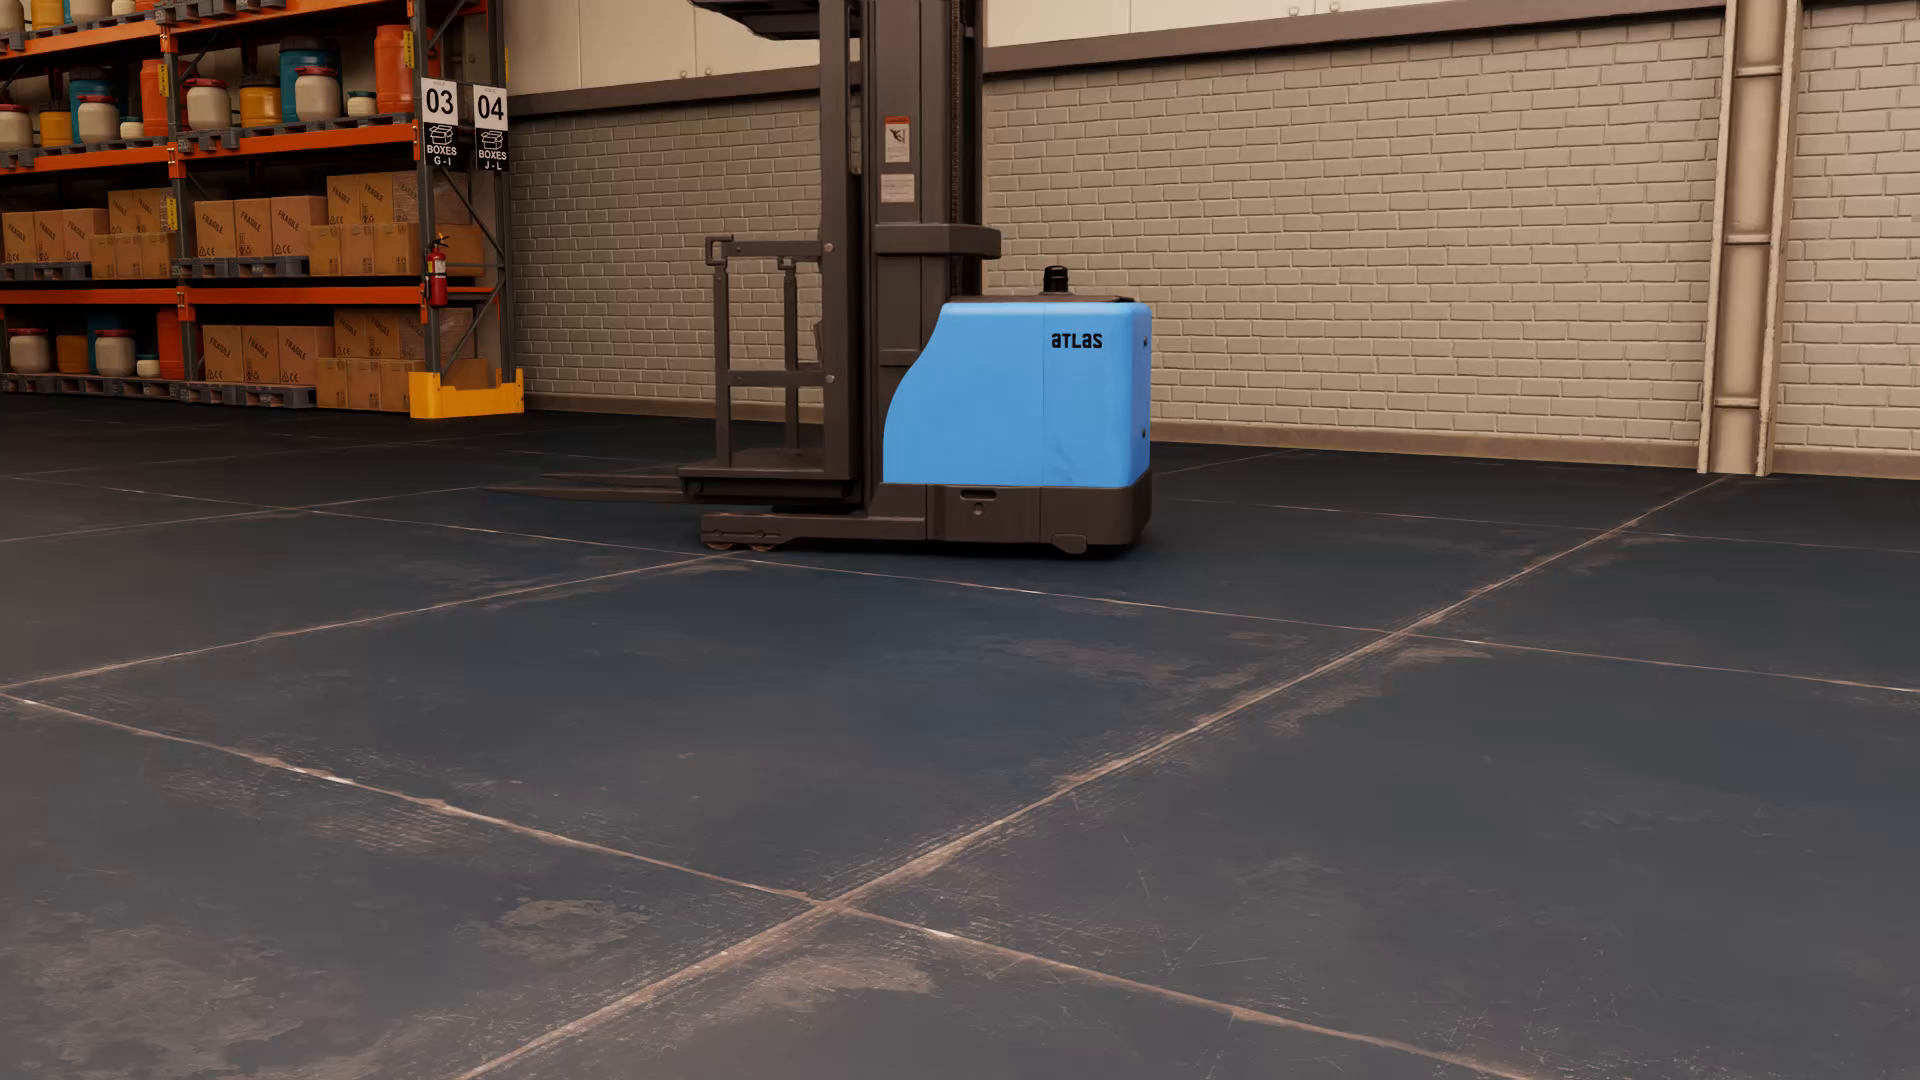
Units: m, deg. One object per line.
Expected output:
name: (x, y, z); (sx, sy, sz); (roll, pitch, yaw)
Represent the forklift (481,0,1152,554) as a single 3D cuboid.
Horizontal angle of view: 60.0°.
forklift: (-0.669, -1.471, 7.535); (3.031, 2.935, 1.130); (2, 8, 12)
